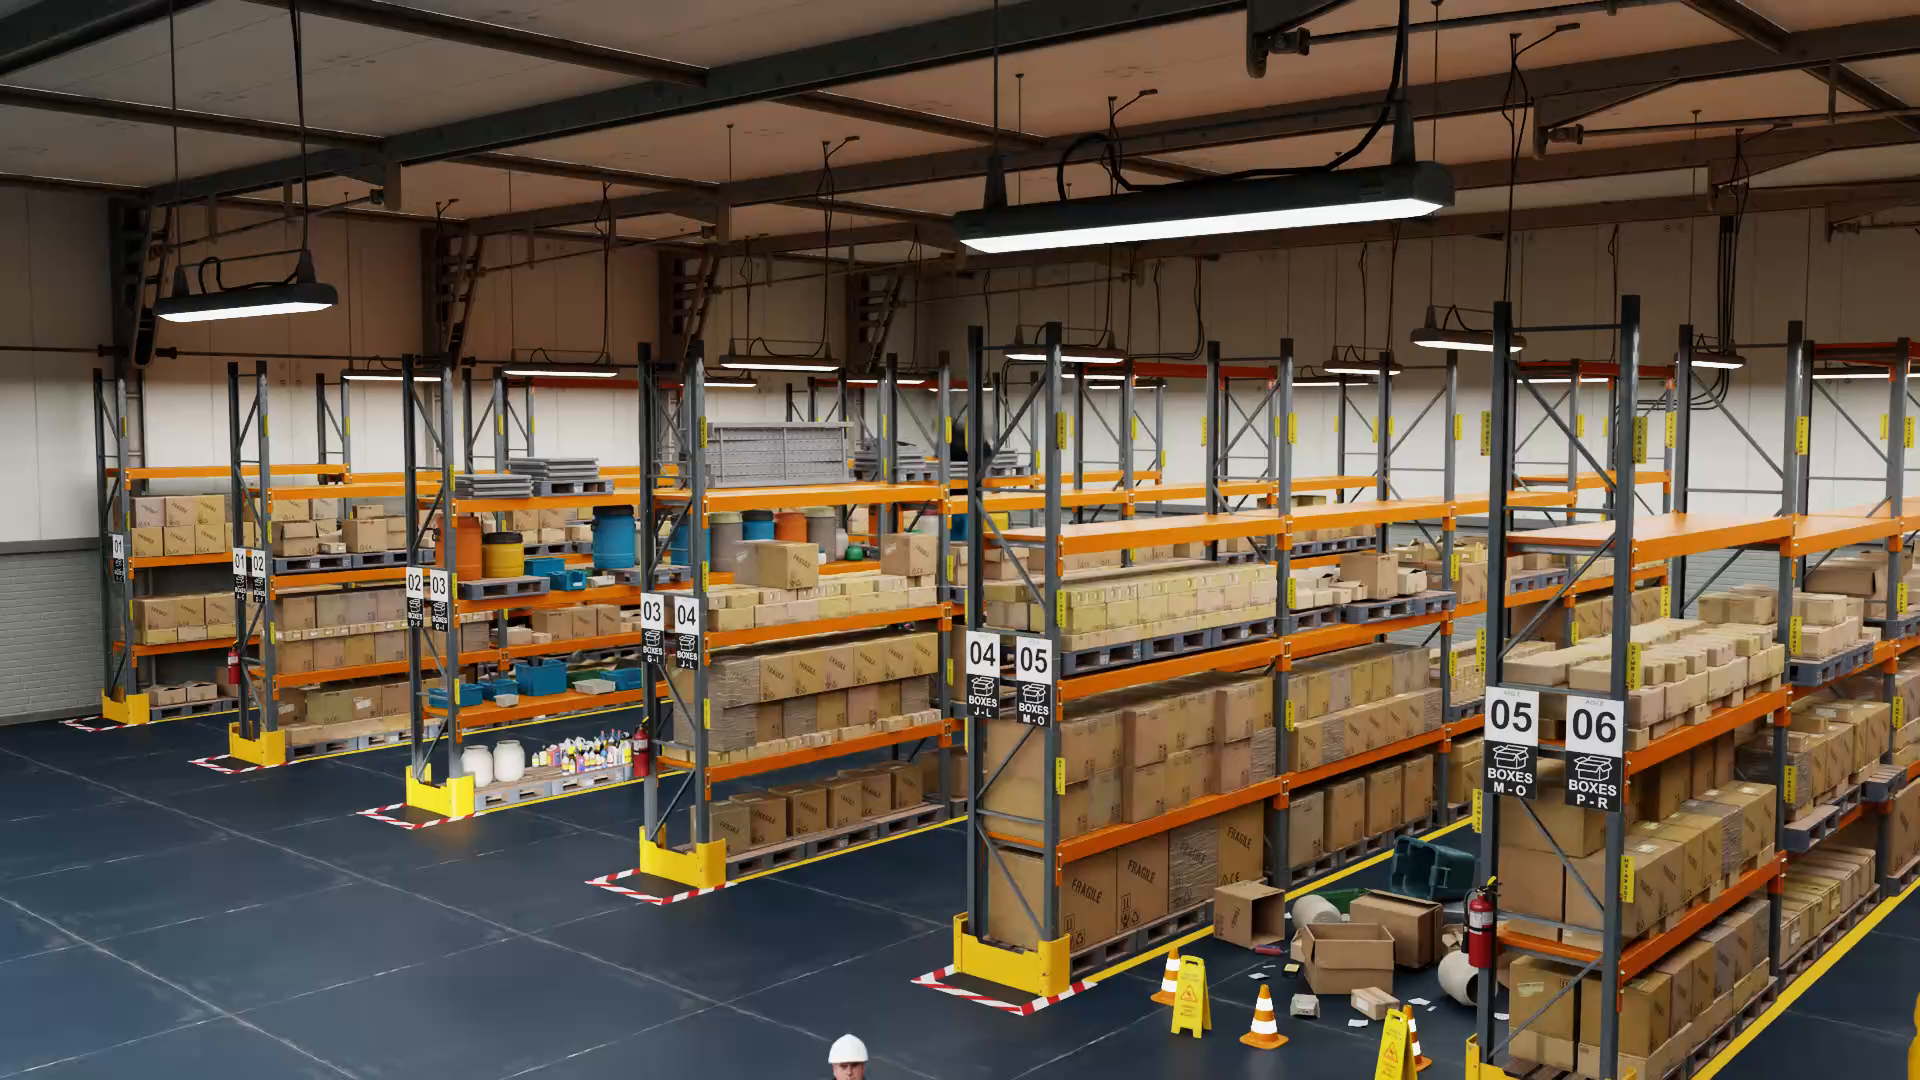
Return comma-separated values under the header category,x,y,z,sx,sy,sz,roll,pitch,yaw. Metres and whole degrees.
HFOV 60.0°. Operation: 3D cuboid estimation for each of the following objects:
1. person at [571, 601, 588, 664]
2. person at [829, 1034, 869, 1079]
category,x,y,z,sx,sy,sz,roll,pitch,yaw
person,-7.349,1.964,32.205,0.558,1.715,0.703,3,5,32
person,-0.585,3.620,9.110,0.641,1.779,0.658,0,4,-2
